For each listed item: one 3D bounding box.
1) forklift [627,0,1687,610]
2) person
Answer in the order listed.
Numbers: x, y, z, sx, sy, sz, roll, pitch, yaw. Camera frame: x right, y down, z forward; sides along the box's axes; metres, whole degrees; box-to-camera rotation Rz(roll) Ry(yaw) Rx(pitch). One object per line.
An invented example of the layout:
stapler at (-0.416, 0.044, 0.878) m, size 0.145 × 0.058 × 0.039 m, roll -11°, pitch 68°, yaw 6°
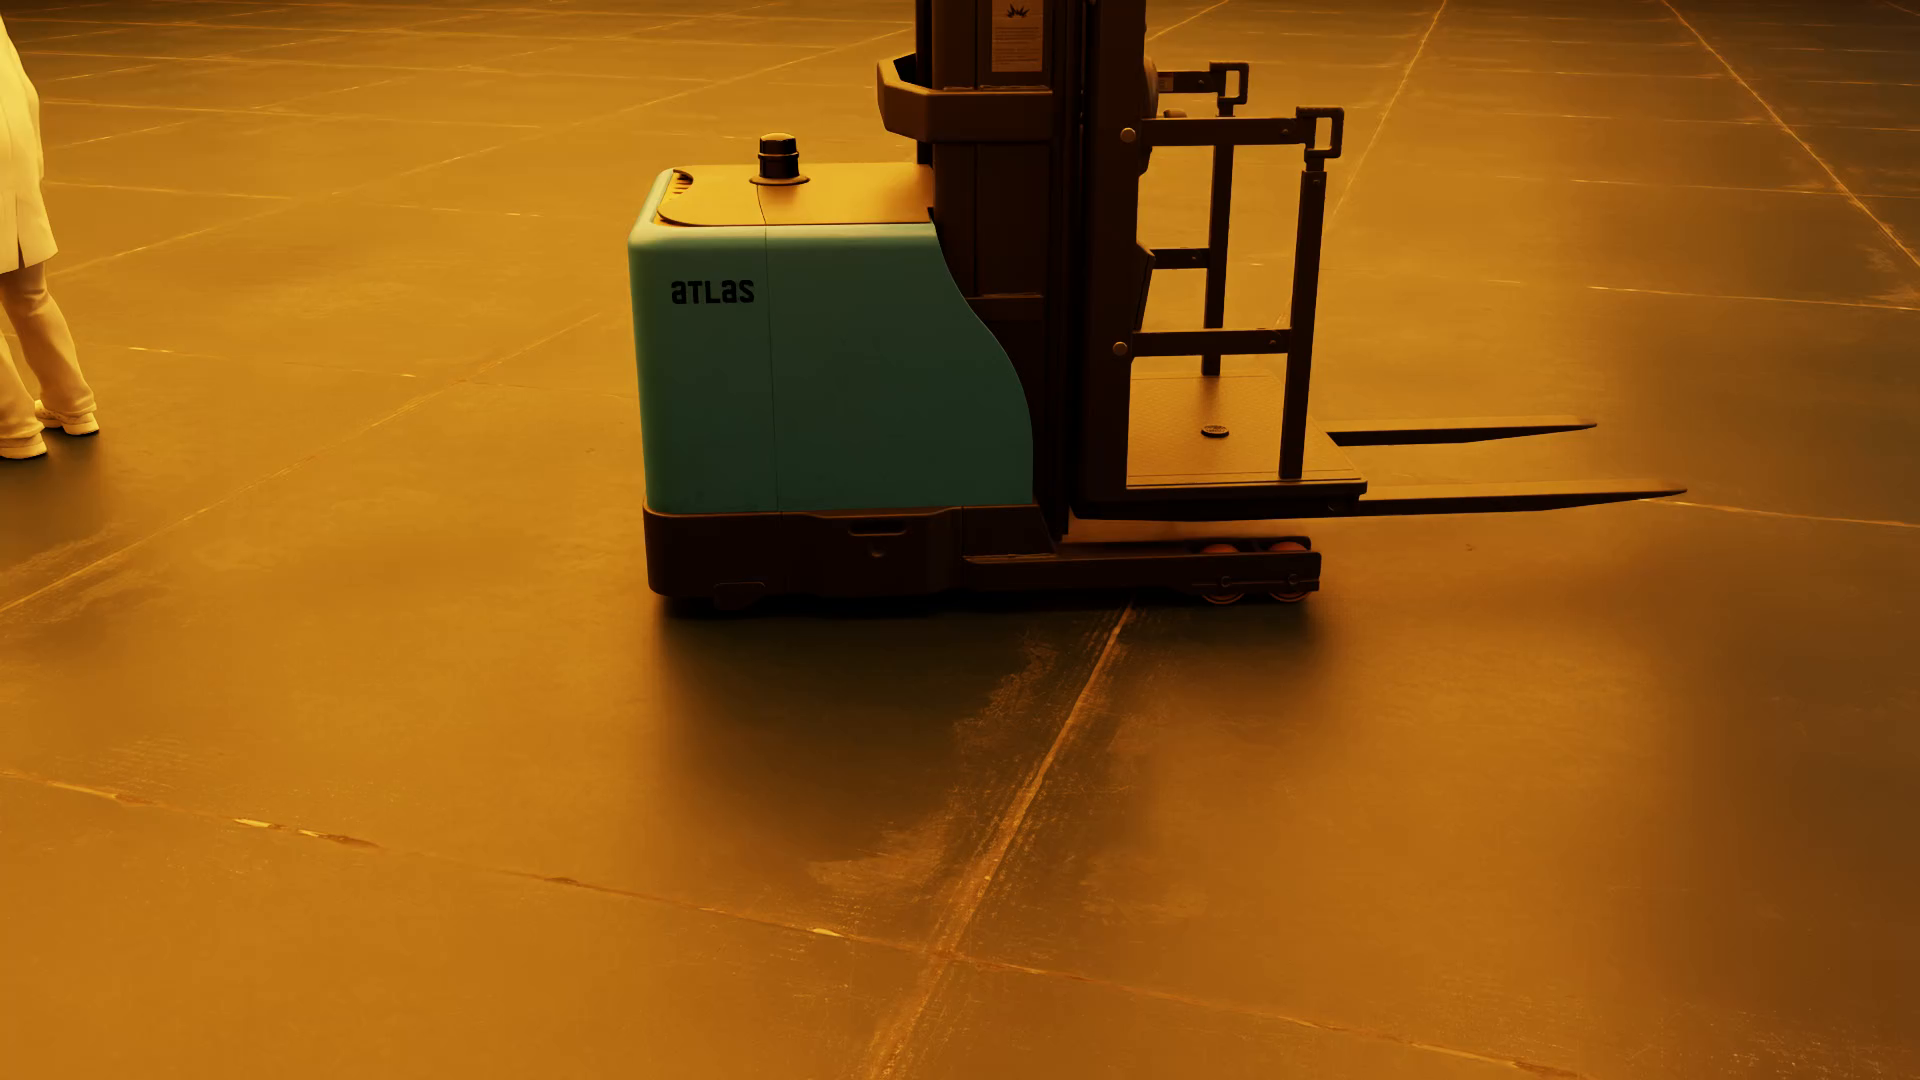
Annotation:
forklift at (0.606, -1.374, 4.608) m, size 3.031 × 2.935 × 1.130 m, roll -2°, pitch 23°, yaw -4°
person at (-3.340, -1.158, 5.601) m, size 0.435 × 1.773 × 0.651 m, roll 5°, pitch 23°, yaw 12°
